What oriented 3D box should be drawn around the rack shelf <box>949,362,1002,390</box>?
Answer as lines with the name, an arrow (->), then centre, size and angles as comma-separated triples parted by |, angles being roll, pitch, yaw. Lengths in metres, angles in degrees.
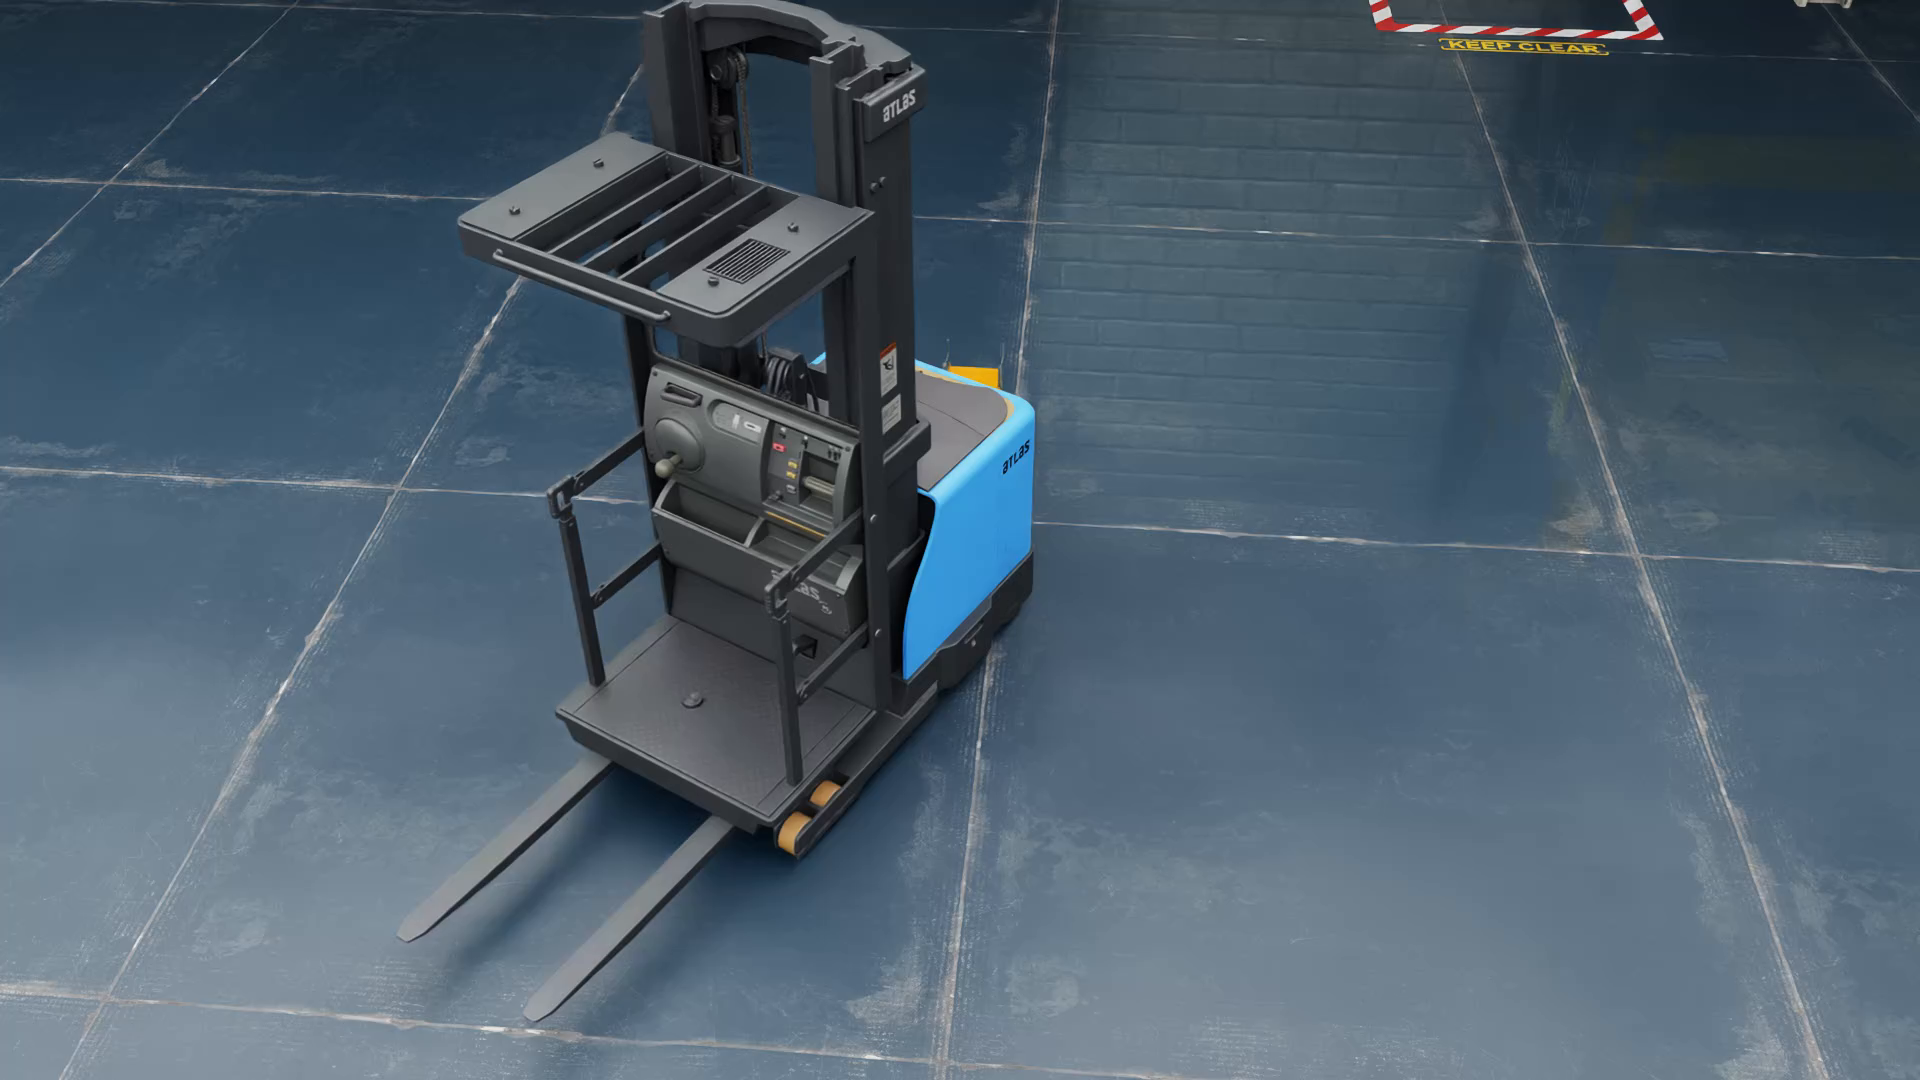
rack shelf -> 0.058, -0.620, 7.418 | 0.240, 0.259, 0.215 | 4, 39, 5

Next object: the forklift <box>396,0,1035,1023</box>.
forklift -> -0.890, -0.262, 5.920 | 1.130, 2.935, 3.031 | 22, 44, 25

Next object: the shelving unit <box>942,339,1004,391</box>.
shelving unit -> 0.058, -0.408, 7.591 | 0.252, 1.050, 0.215 | 4, 39, 5

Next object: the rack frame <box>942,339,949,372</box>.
rack frame -> -0.063, -0.418, 7.602 | 0.008, 1.050, 0.200 | 4, 39, 5

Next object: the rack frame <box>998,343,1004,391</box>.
rack frame -> 0.179, -0.399, 7.579 | 0.008, 1.050, 0.200 | 4, 39, 5
